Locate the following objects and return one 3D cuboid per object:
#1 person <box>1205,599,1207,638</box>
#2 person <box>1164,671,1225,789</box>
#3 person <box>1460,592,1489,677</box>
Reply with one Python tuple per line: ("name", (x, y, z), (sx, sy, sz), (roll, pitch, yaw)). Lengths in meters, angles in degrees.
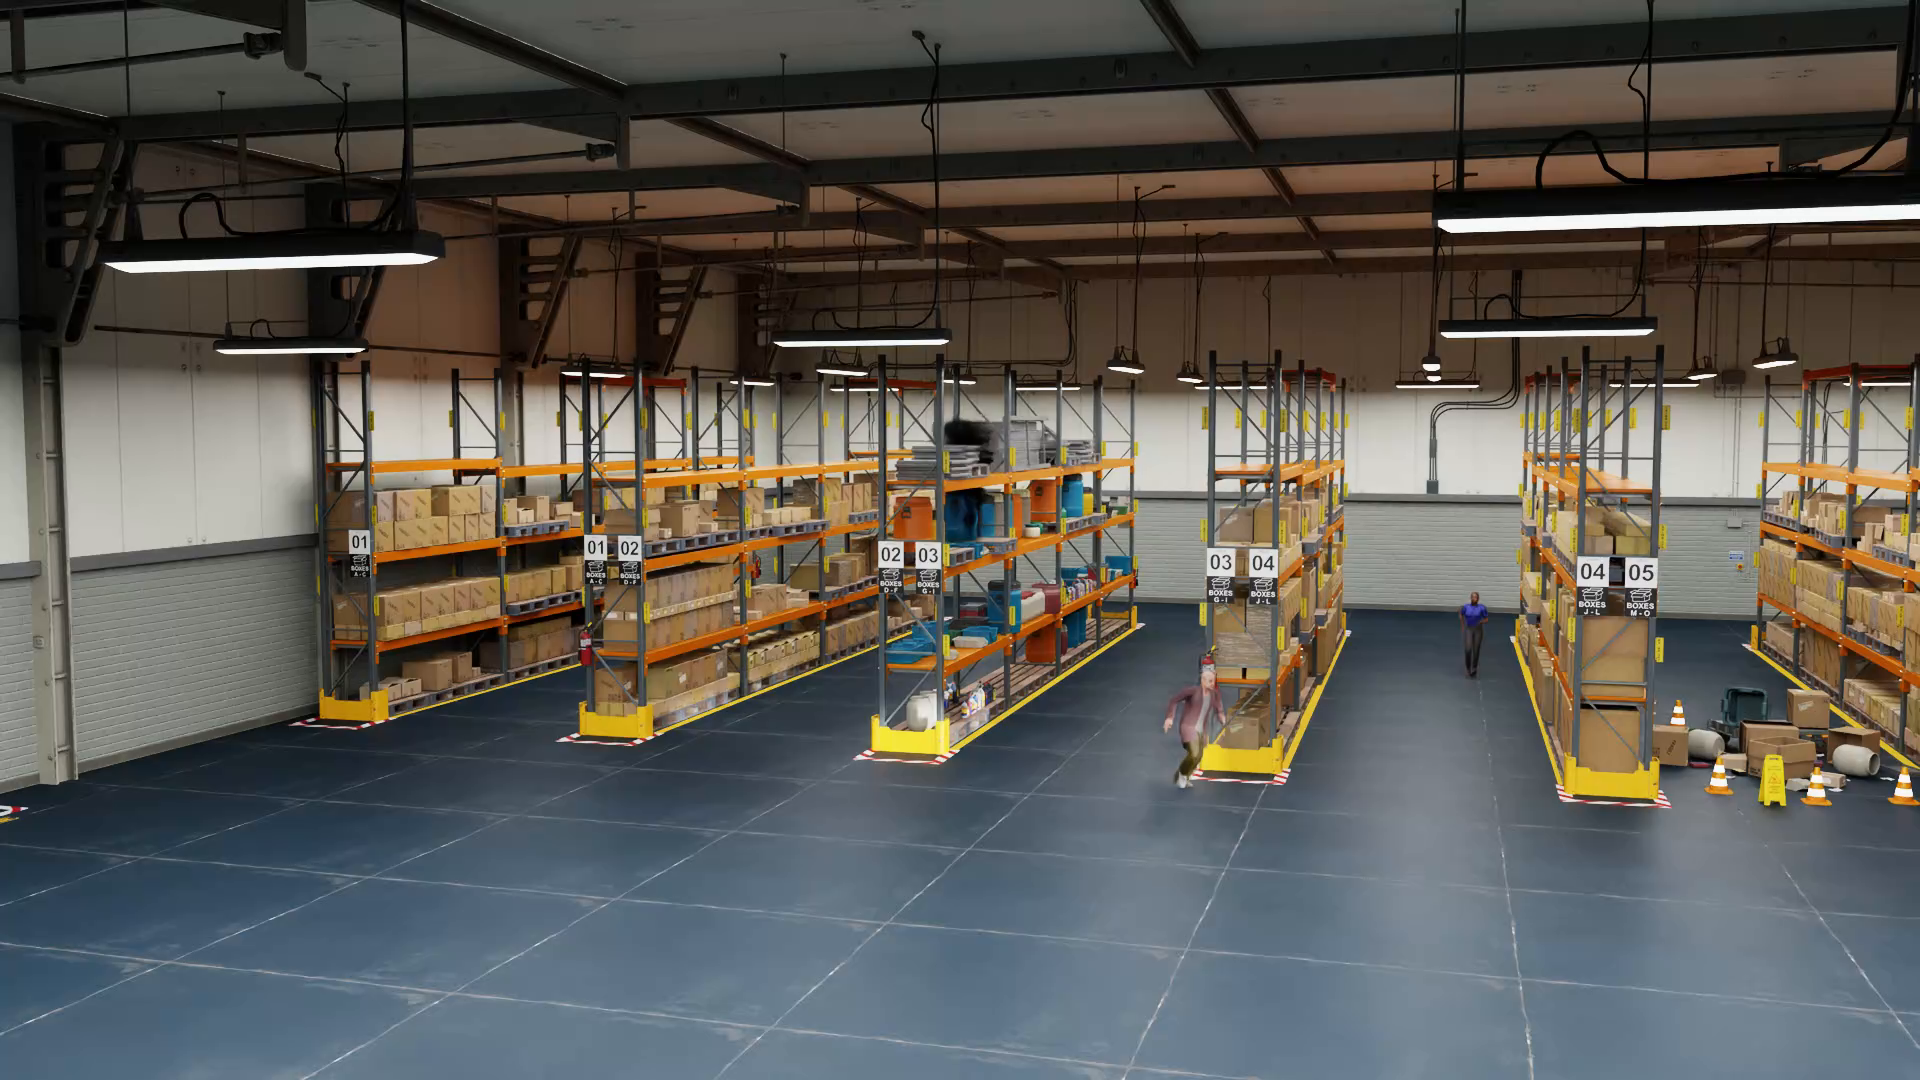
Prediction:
("person", (5.450, 1.694, 35.152), (0.674, 1.590, 0.922), (2, 4, 21))
("person", (3.226, 2.572, 22.535), (0.713, 1.641, 0.939), (-2, 5, -31))
("person", (10.106, 1.912, 32.680), (0.555, 1.600, 0.719), (1, 4, 15))
